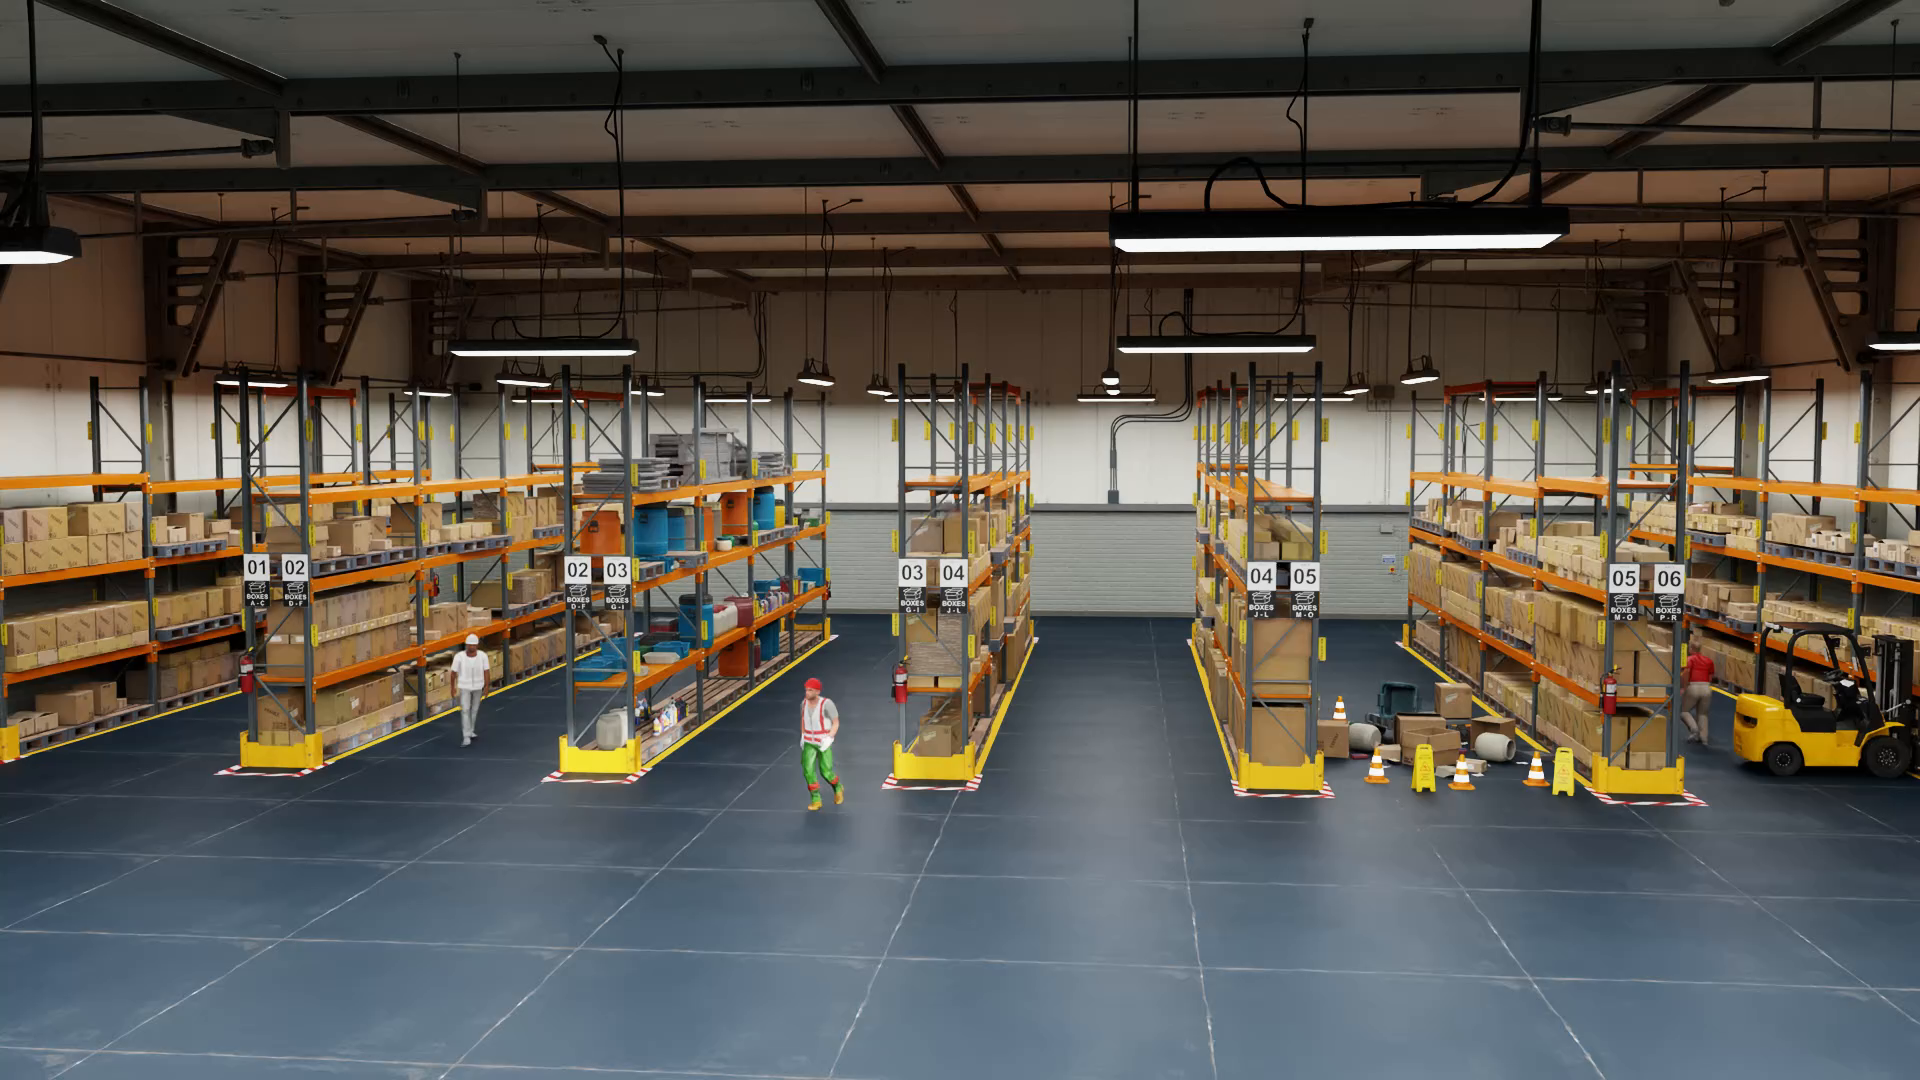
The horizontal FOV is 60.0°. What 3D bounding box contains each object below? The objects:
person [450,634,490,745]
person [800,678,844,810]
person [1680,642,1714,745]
[{"bbox_3d":[-7.902,2.387,26.908,0.593,1.718,0.951,-2,4,-33],"label":"person"},{"bbox_3d":[-1.864,2.701,22.245,0.616,1.760,0.688,2,4,24],"label":"person"},{"bbox_3d":[11.933,2.471,26.932,0.606,1.617,0.775,0,4,7],"label":"person"}]
